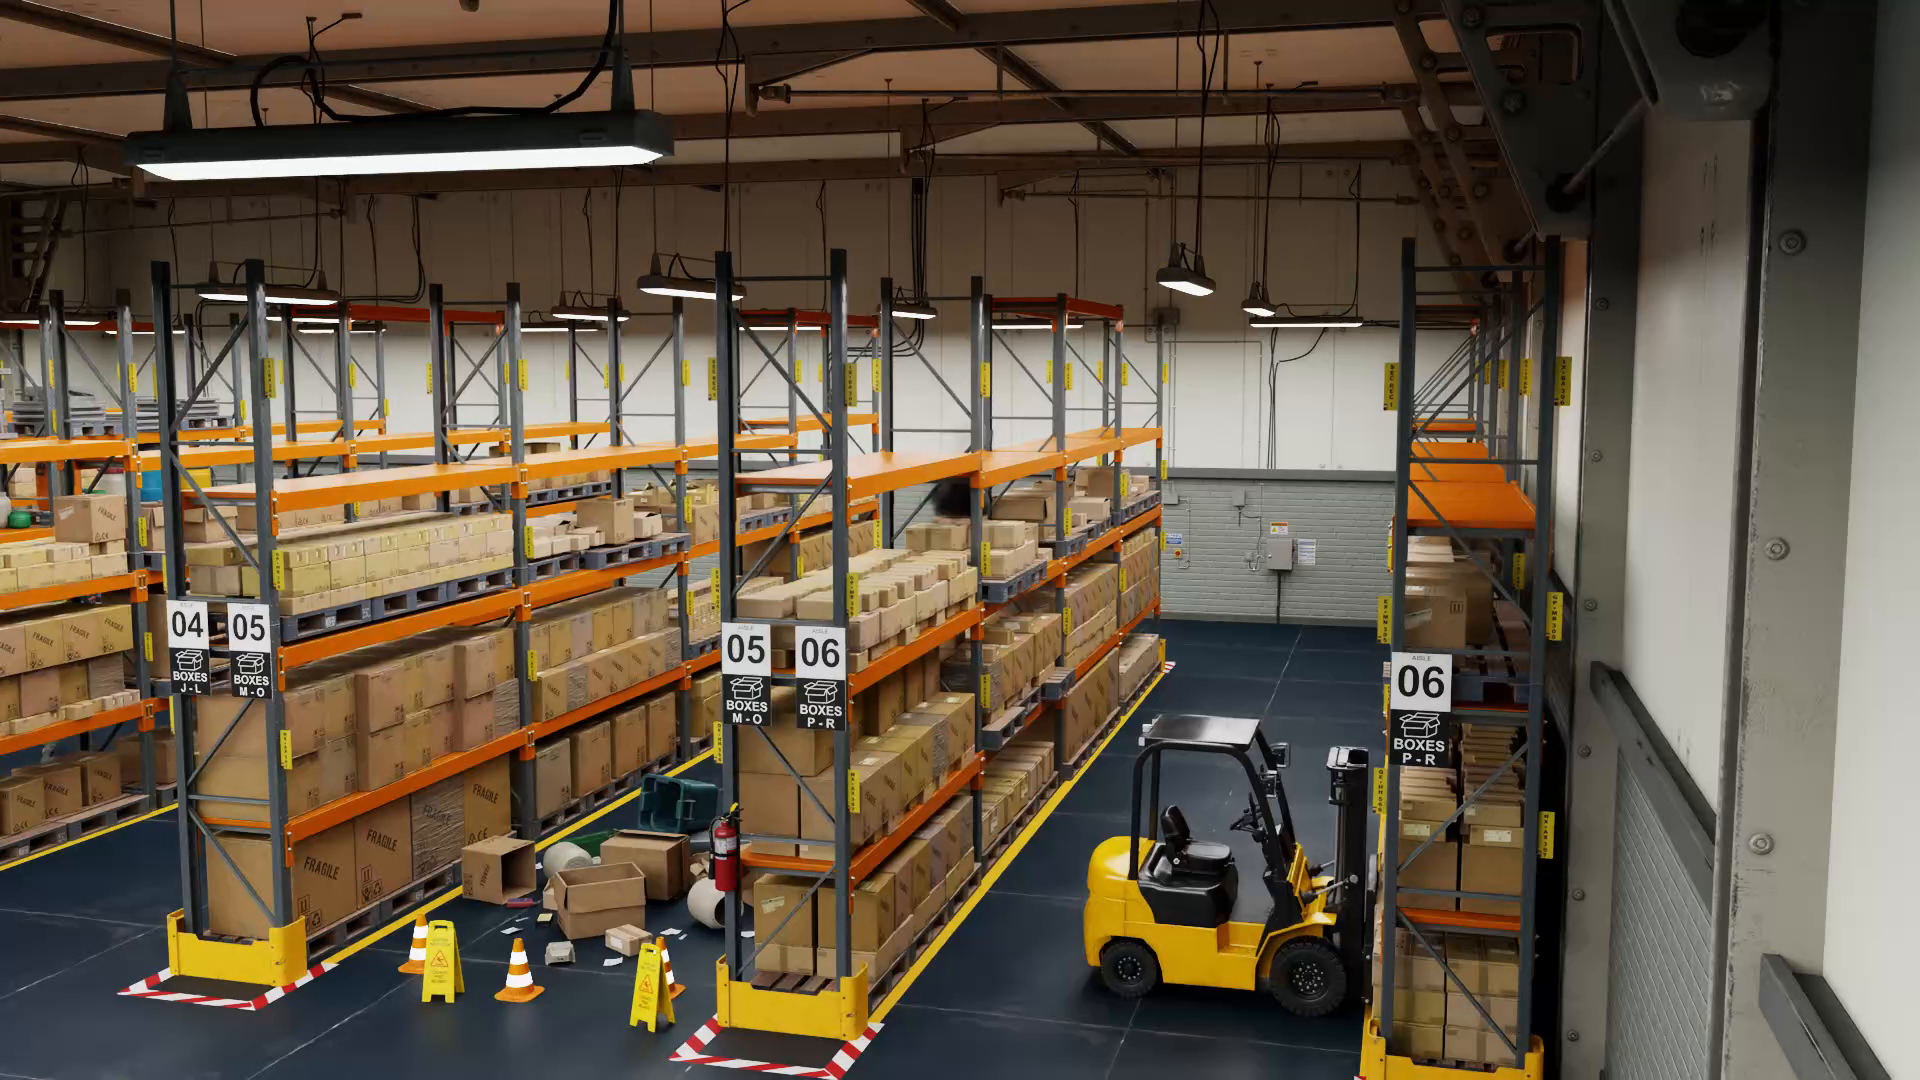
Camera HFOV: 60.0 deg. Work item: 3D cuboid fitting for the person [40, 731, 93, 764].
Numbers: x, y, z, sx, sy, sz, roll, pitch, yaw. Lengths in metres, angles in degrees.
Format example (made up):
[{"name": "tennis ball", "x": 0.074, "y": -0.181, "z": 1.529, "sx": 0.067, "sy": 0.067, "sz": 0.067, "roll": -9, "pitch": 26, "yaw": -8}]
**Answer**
[{"name": "person", "x": -11.728, "y": 2.041, "z": 21.759, "sx": 0.582, "sy": 1.726, "sz": 0.775, "roll": 0, "pitch": 6, "yaw": 4}]
